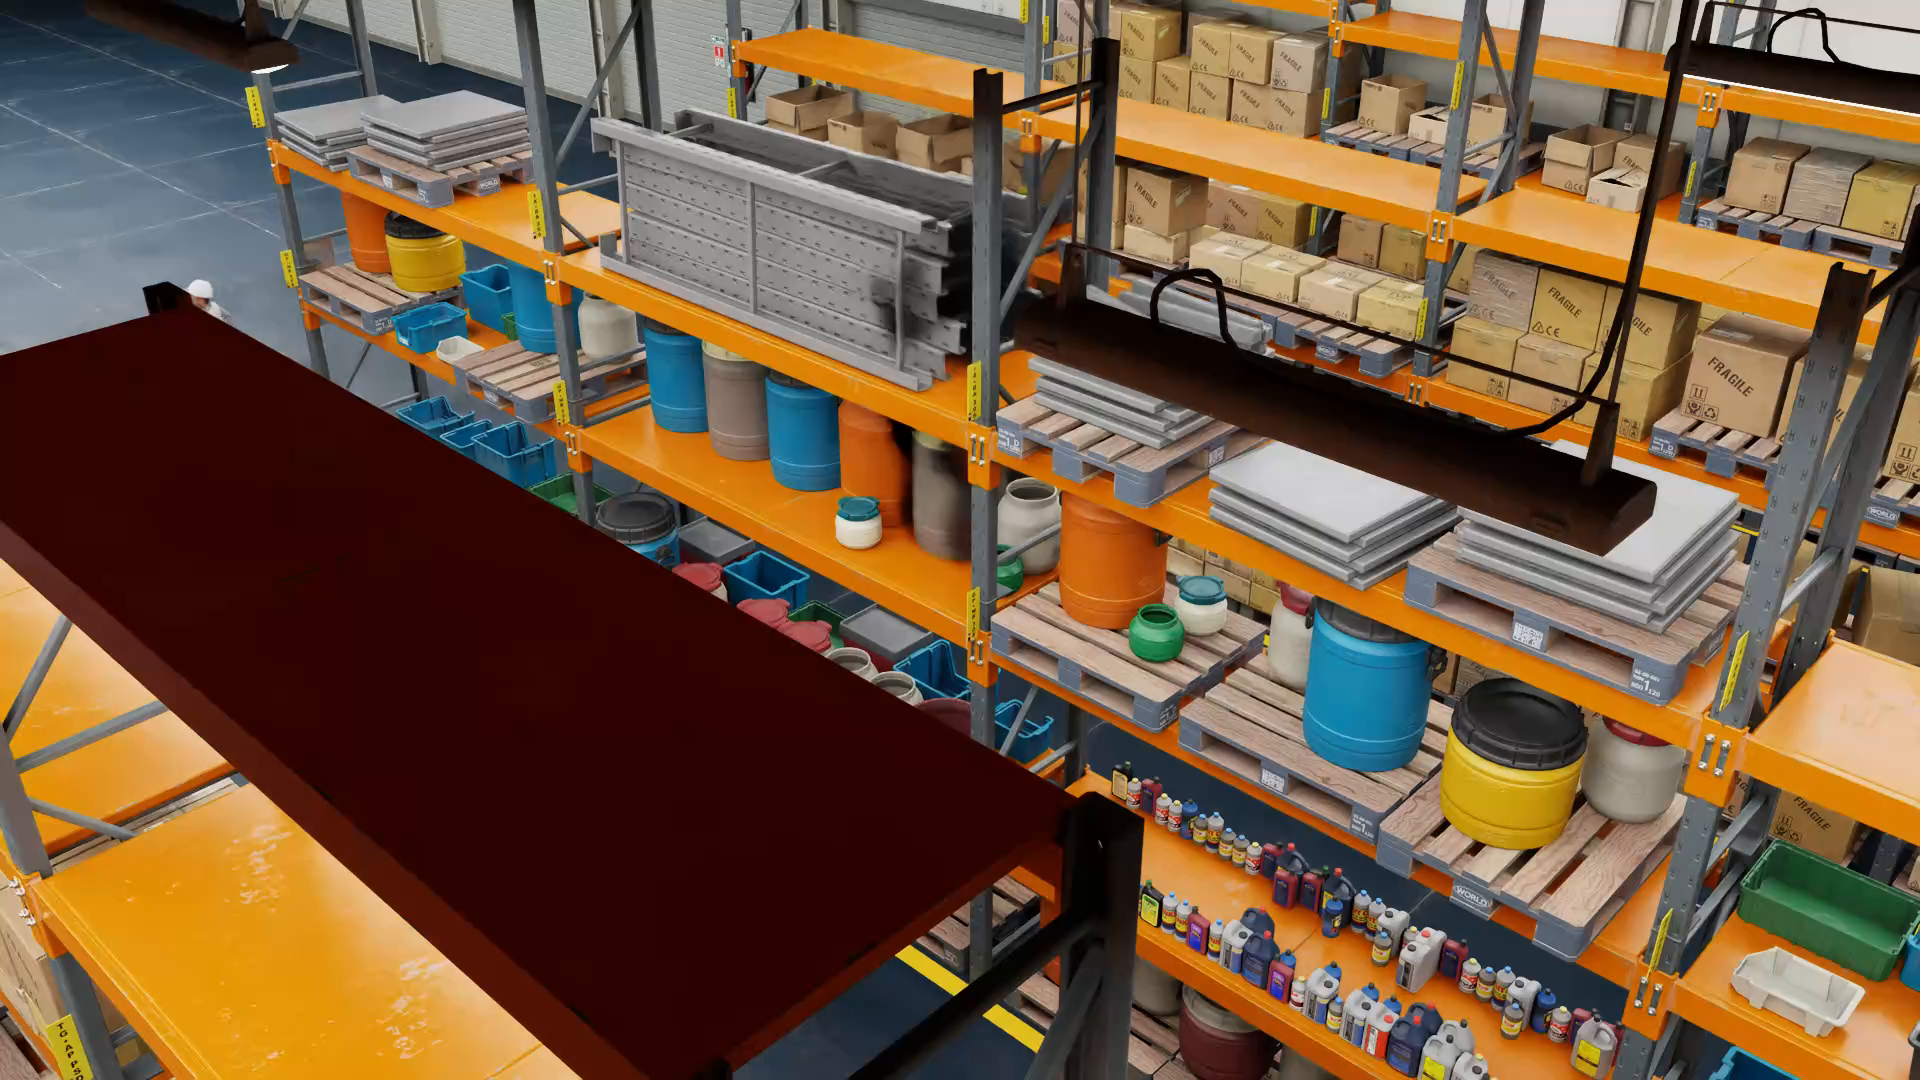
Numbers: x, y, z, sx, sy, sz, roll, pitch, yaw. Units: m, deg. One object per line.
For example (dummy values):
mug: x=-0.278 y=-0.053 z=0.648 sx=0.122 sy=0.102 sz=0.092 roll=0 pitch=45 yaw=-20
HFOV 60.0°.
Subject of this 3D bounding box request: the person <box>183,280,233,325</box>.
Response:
person: x=-7.994 y=-1.914 z=17.842 sx=0.774 sy=1.838 sz=0.630 roll=-13 pitch=32 yaw=-22
